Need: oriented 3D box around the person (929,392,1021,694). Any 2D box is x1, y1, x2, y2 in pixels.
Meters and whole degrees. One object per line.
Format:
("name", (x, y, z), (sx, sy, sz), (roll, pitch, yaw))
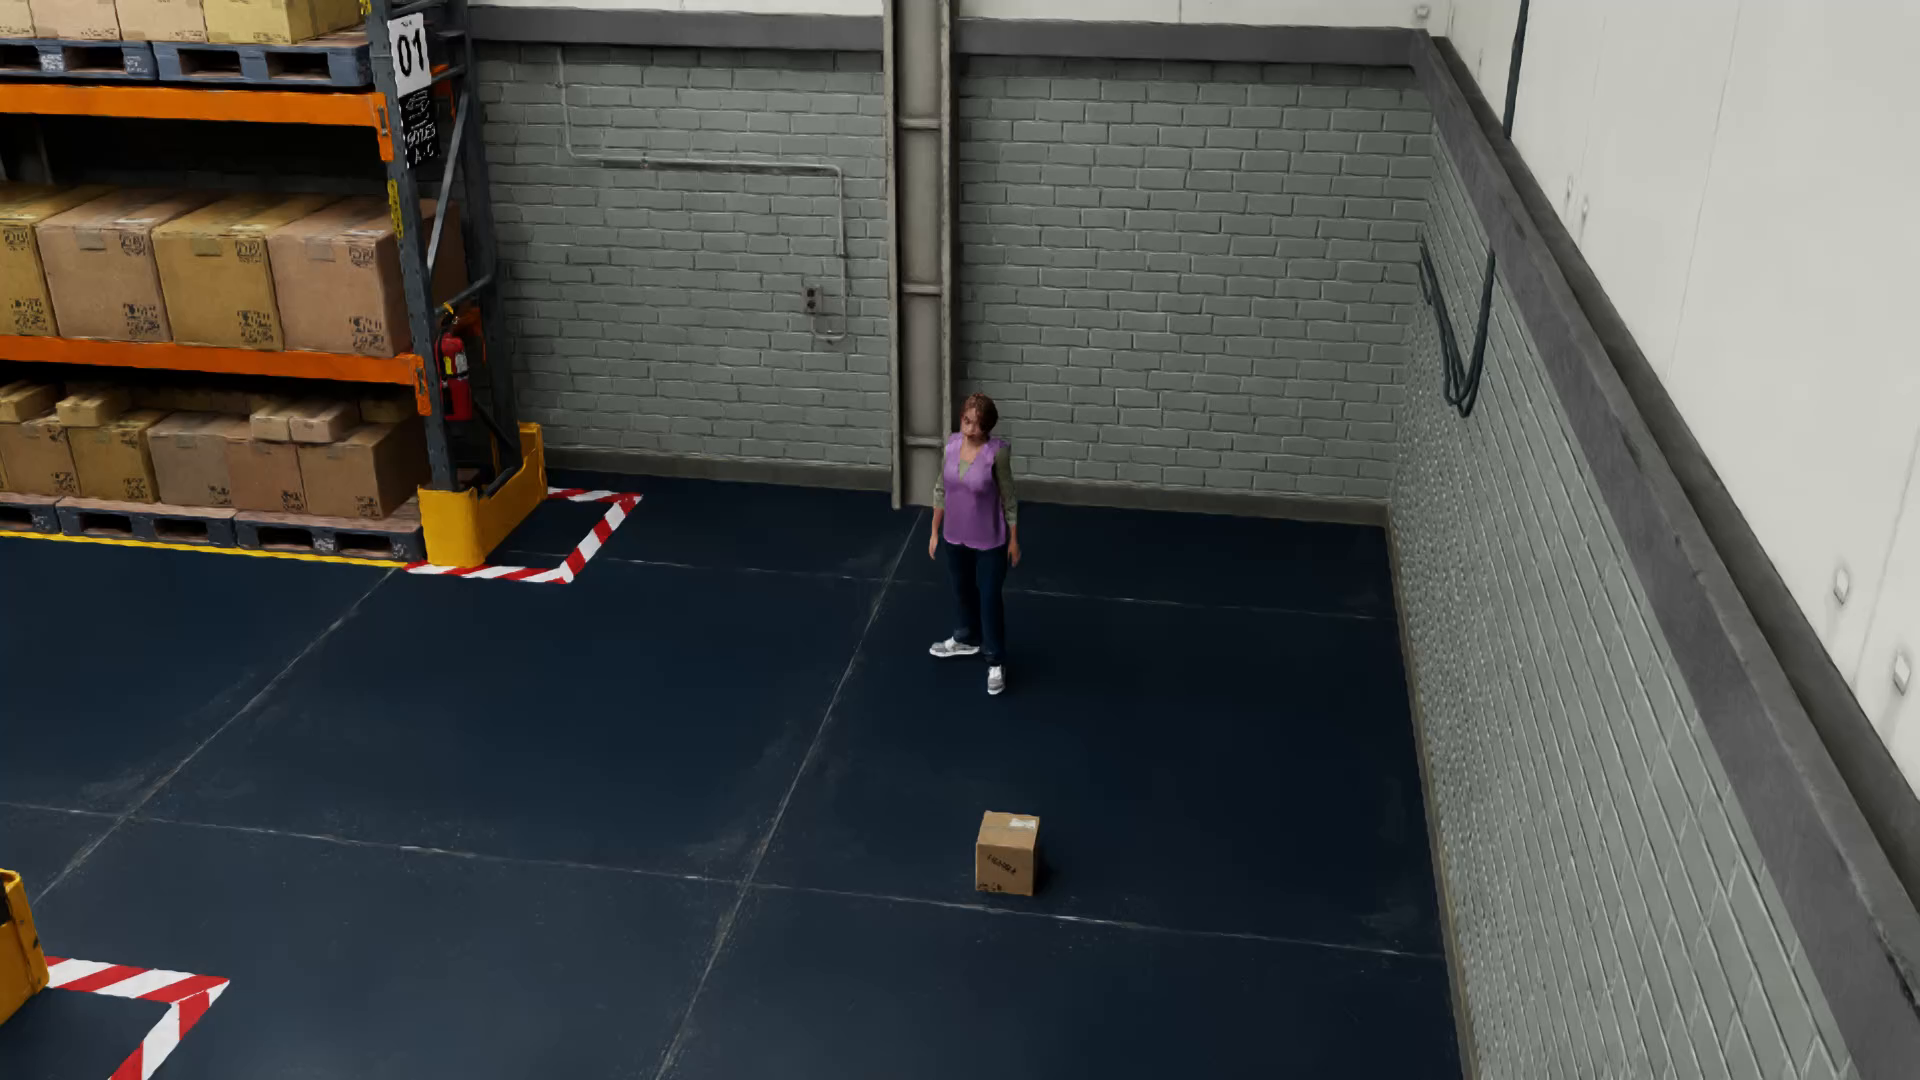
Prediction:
("person", (0.054, -0.019, 8.636), (0.549, 1.604, 0.378), (15, 29, 28))
